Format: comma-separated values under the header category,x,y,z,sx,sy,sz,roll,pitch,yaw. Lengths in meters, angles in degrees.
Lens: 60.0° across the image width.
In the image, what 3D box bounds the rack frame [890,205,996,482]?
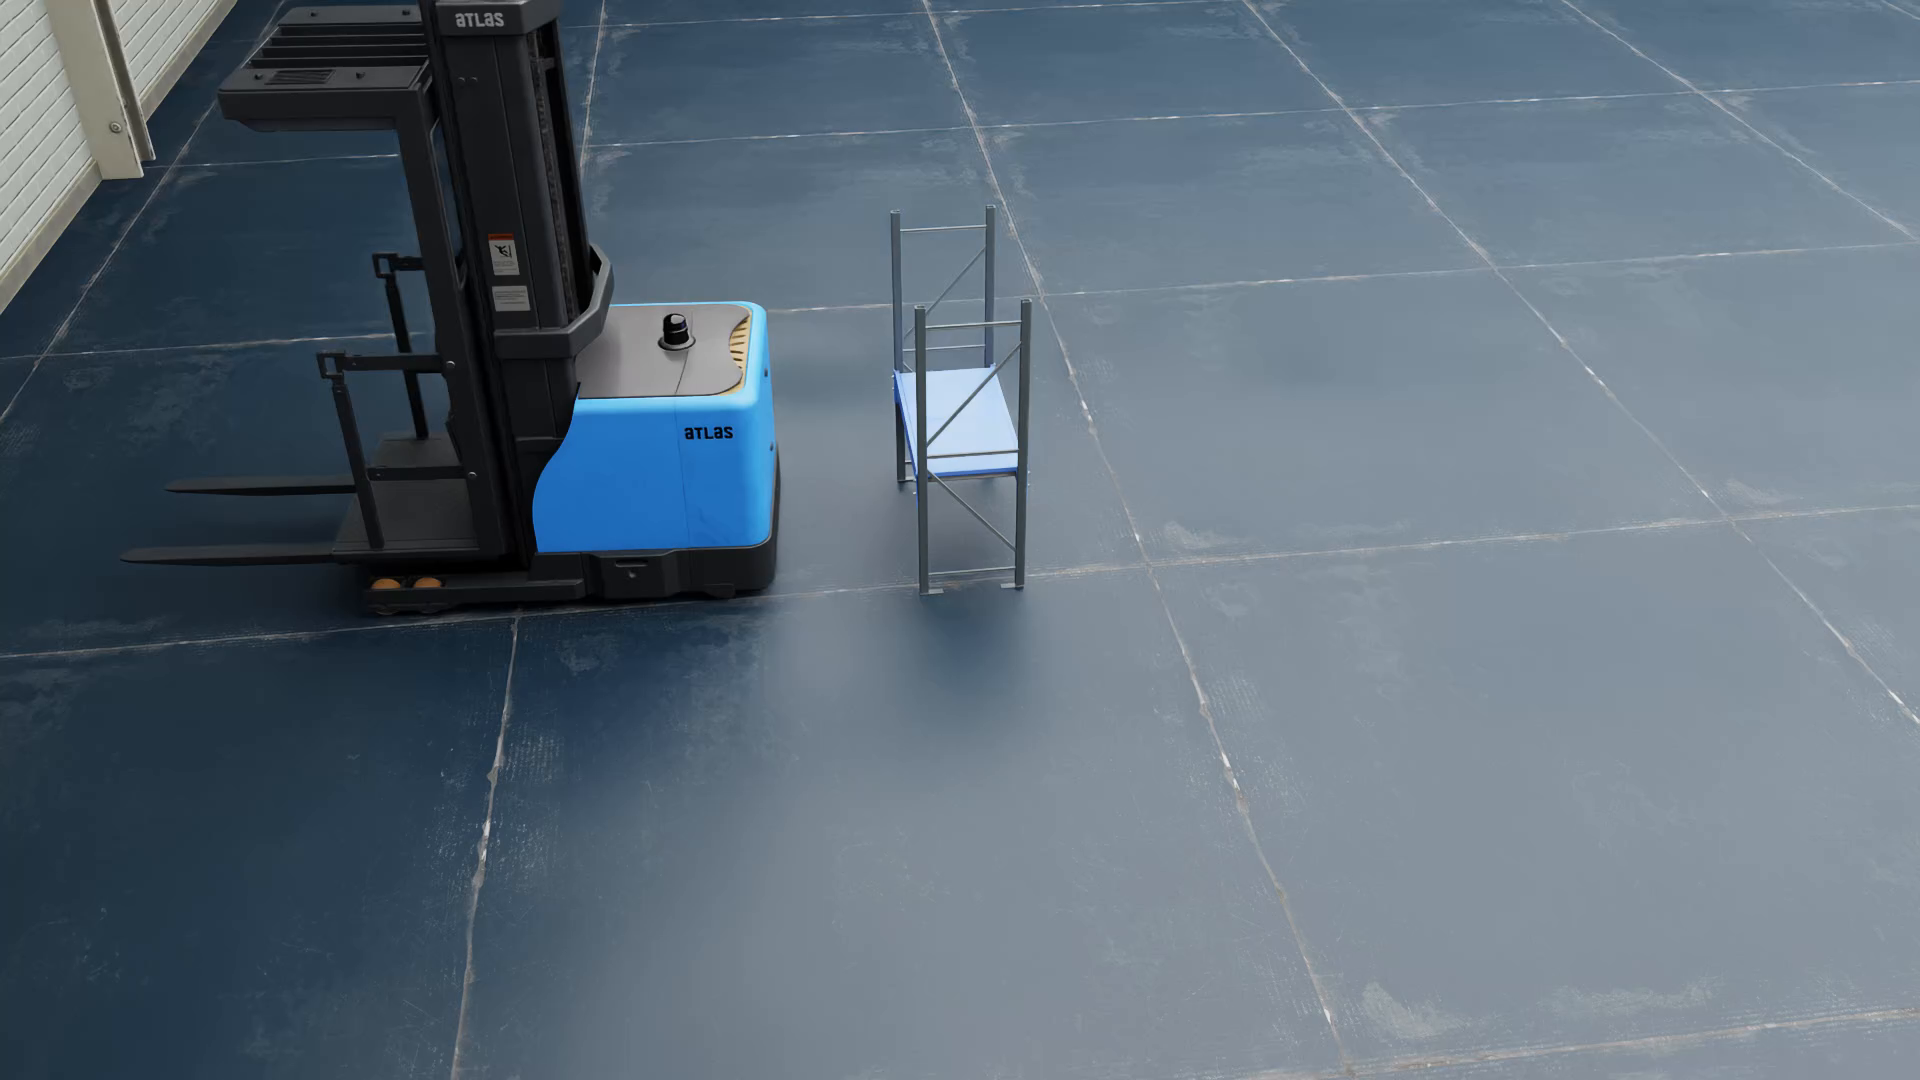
category,x,y,z,sx,sy,sz,roll,pitch,yaw
rack frame,-0.080,-0.951,8.314,0.500,1.500,0.032,-4,35,-6

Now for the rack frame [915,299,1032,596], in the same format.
category,x,y,z,sx,sy,sz,roll,pitch,yaw
rack frame,0.057,-0.384,7.481,0.500,1.500,0.032,-4,35,-6

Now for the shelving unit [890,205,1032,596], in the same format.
category,x,y,z,sx,sy,sz,roll,pitch,yaw
shelving unit,-0.011,-0.667,7.897,0.538,1.500,1.048,-4,35,-6

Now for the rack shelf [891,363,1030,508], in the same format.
category,x,y,z,sx,sy,sz,roll,pitch,yaw
rack shelf,-0.011,-0.519,7.999,0.538,0.185,1.000,-4,35,-6

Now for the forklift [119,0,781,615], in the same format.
category,x,y,z,sx,sy,sz,roll,pitch,yaw
forklift,-2.413,-1.170,7.365,3.031,2.935,1.130,-2,34,-3

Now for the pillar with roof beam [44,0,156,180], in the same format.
category,x,y,z,sx,sy,sz,roll,pitch,yaw
pillar with roof beam,-1.882,-6.788,10.219,9.100,9.000,0.400,-4,35,-6
